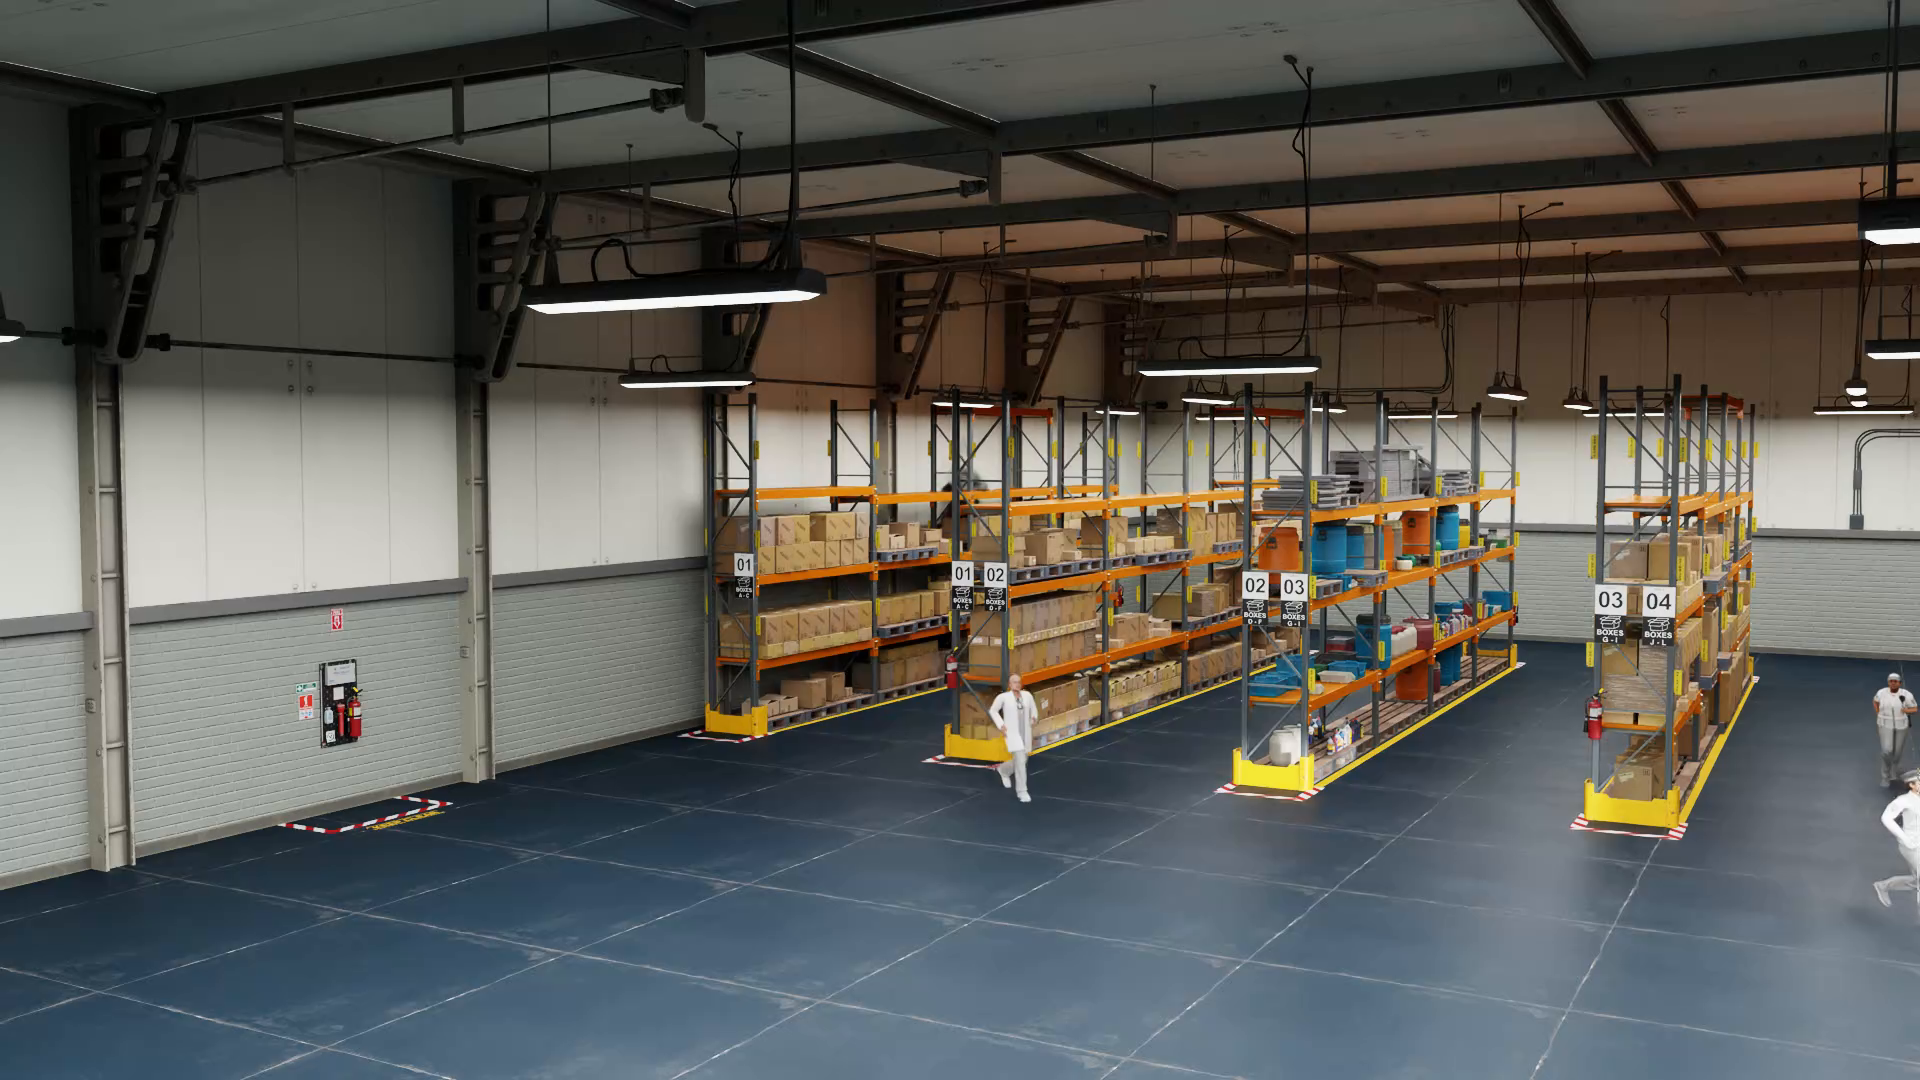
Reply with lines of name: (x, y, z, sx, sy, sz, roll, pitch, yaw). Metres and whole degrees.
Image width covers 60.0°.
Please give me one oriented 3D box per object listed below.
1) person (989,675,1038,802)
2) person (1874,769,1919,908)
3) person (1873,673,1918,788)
person: (0.807, 2.923, 24.012, 0.700, 1.590, 0.911, -2, 3, -27)
person: (10.001, 3.228, 17.484, 0.618, 1.696, 0.843, -2, 4, -30)
person: (13.975, 2.848, 24.852, 0.574, 1.737, 0.754, 1, 3, 25)
